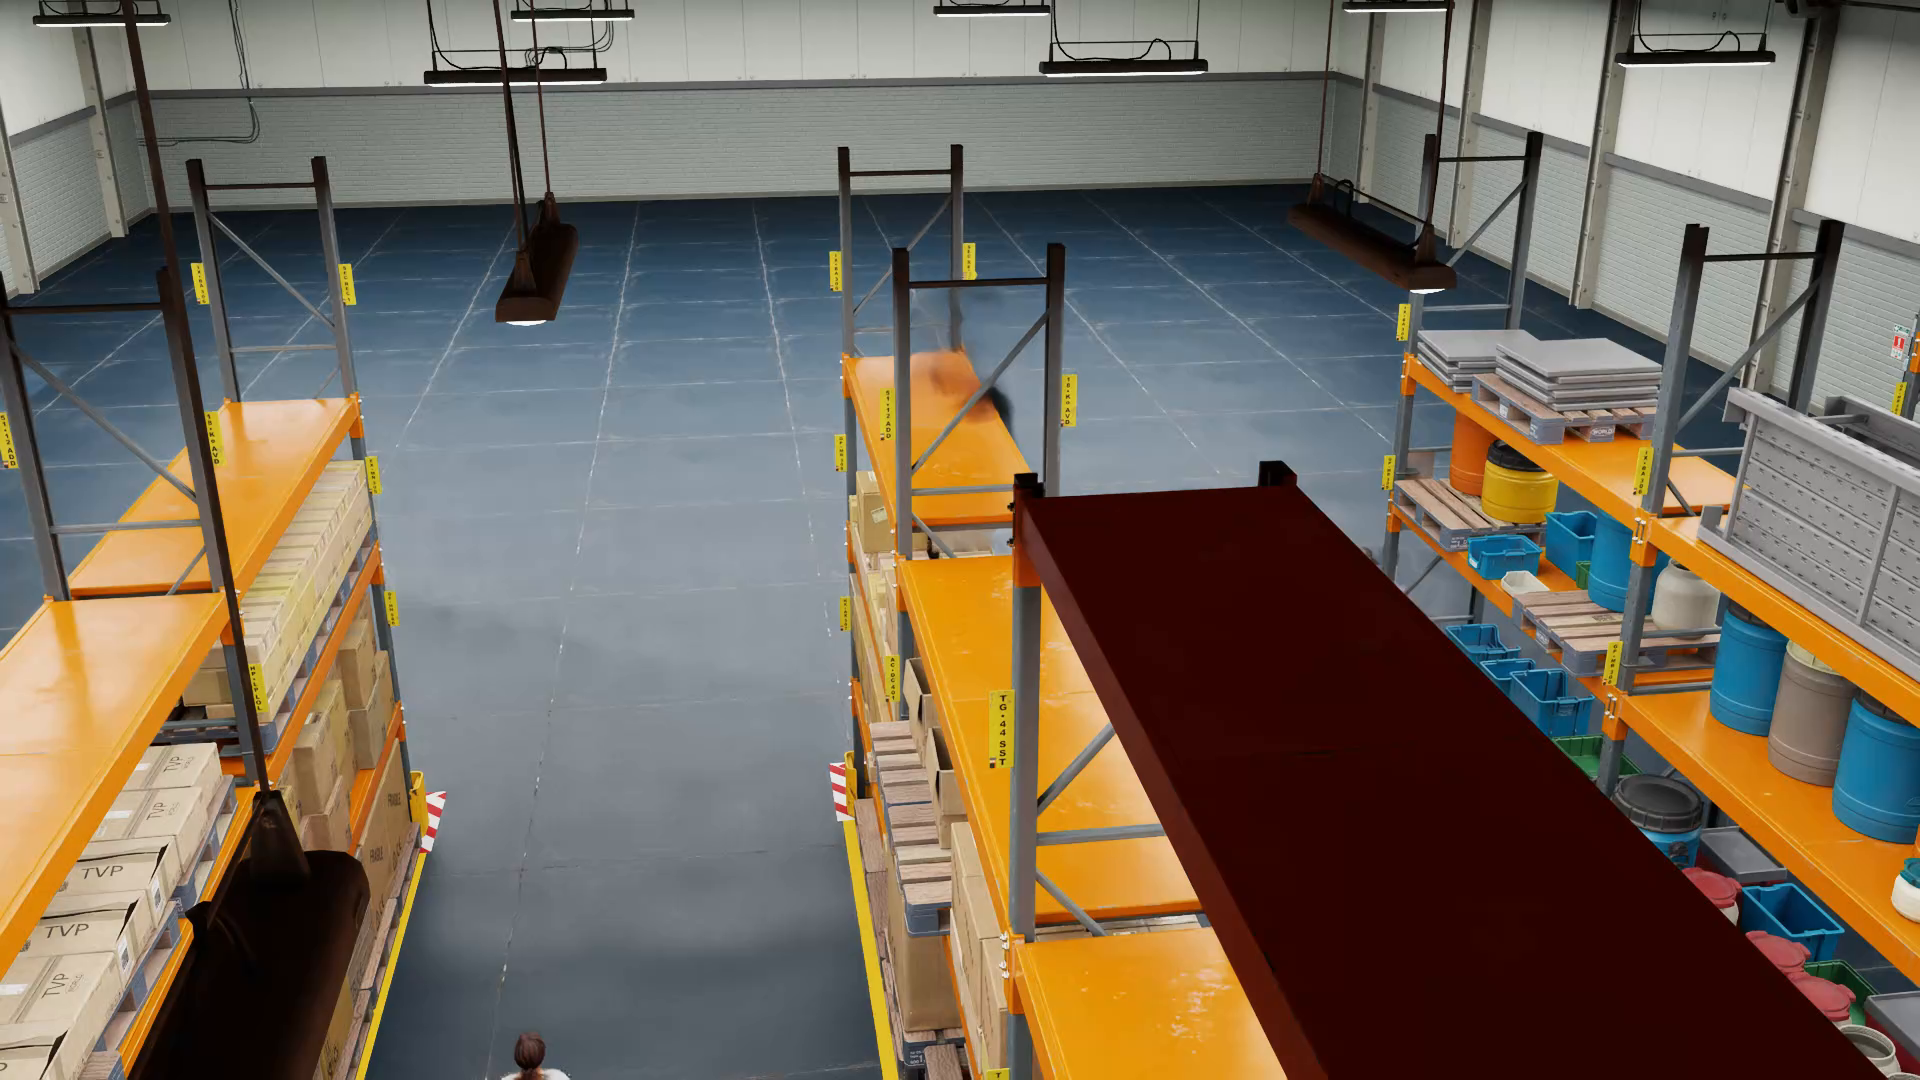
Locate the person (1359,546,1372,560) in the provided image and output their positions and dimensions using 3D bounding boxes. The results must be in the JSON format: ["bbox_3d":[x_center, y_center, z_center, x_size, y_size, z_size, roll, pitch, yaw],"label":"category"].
[{"bbox_3d":[4.216,0.840,17.359,0.653,1.640,0.622,10,24,23],"label":"person"}]

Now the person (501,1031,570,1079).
[{"bbox_3d":[-2.540,3.672,10.097,0.575,1.645,0.914,-5,22,-12],"label":"person"}]
